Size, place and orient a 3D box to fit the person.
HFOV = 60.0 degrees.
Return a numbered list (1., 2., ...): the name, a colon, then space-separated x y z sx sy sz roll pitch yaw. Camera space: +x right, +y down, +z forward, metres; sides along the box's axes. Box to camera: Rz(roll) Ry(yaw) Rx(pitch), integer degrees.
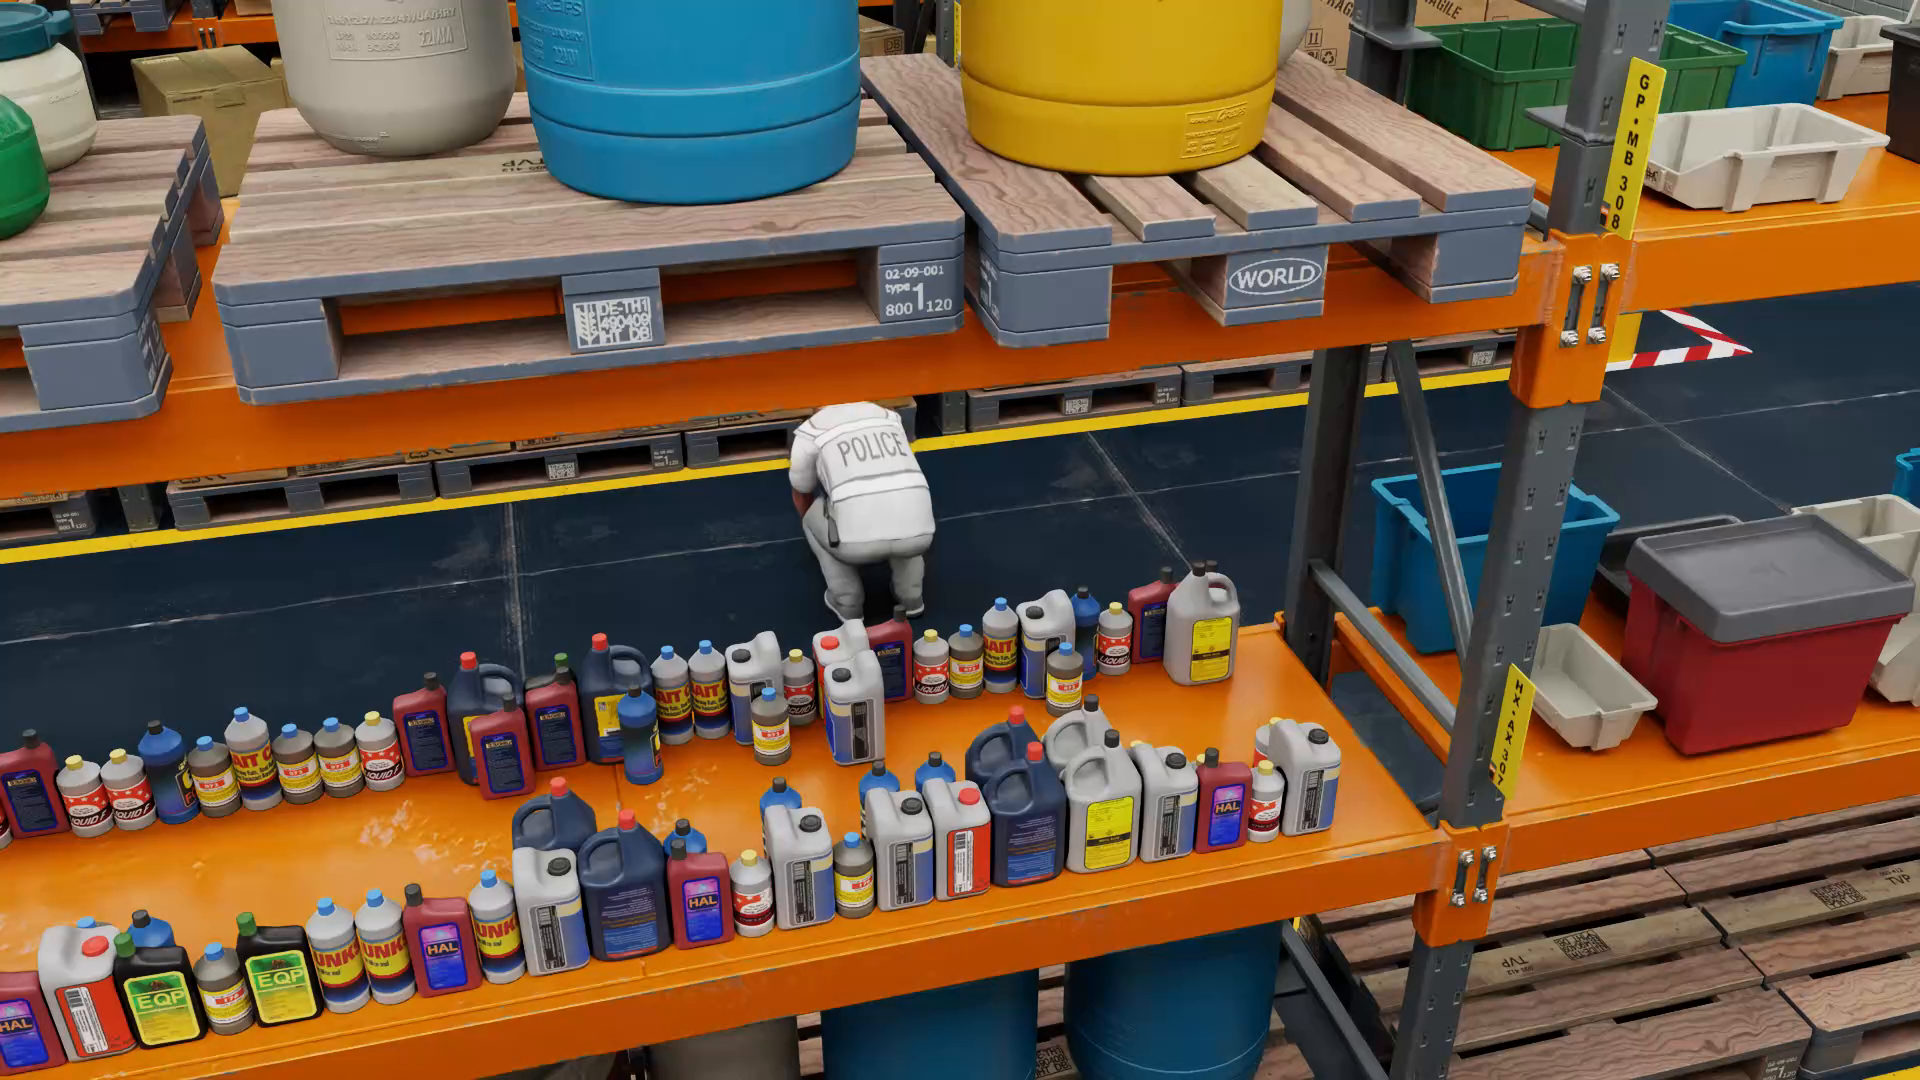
1. person: -0.436 -0.187 7.246 0.567 0.958 0.951 -8 31 -13
